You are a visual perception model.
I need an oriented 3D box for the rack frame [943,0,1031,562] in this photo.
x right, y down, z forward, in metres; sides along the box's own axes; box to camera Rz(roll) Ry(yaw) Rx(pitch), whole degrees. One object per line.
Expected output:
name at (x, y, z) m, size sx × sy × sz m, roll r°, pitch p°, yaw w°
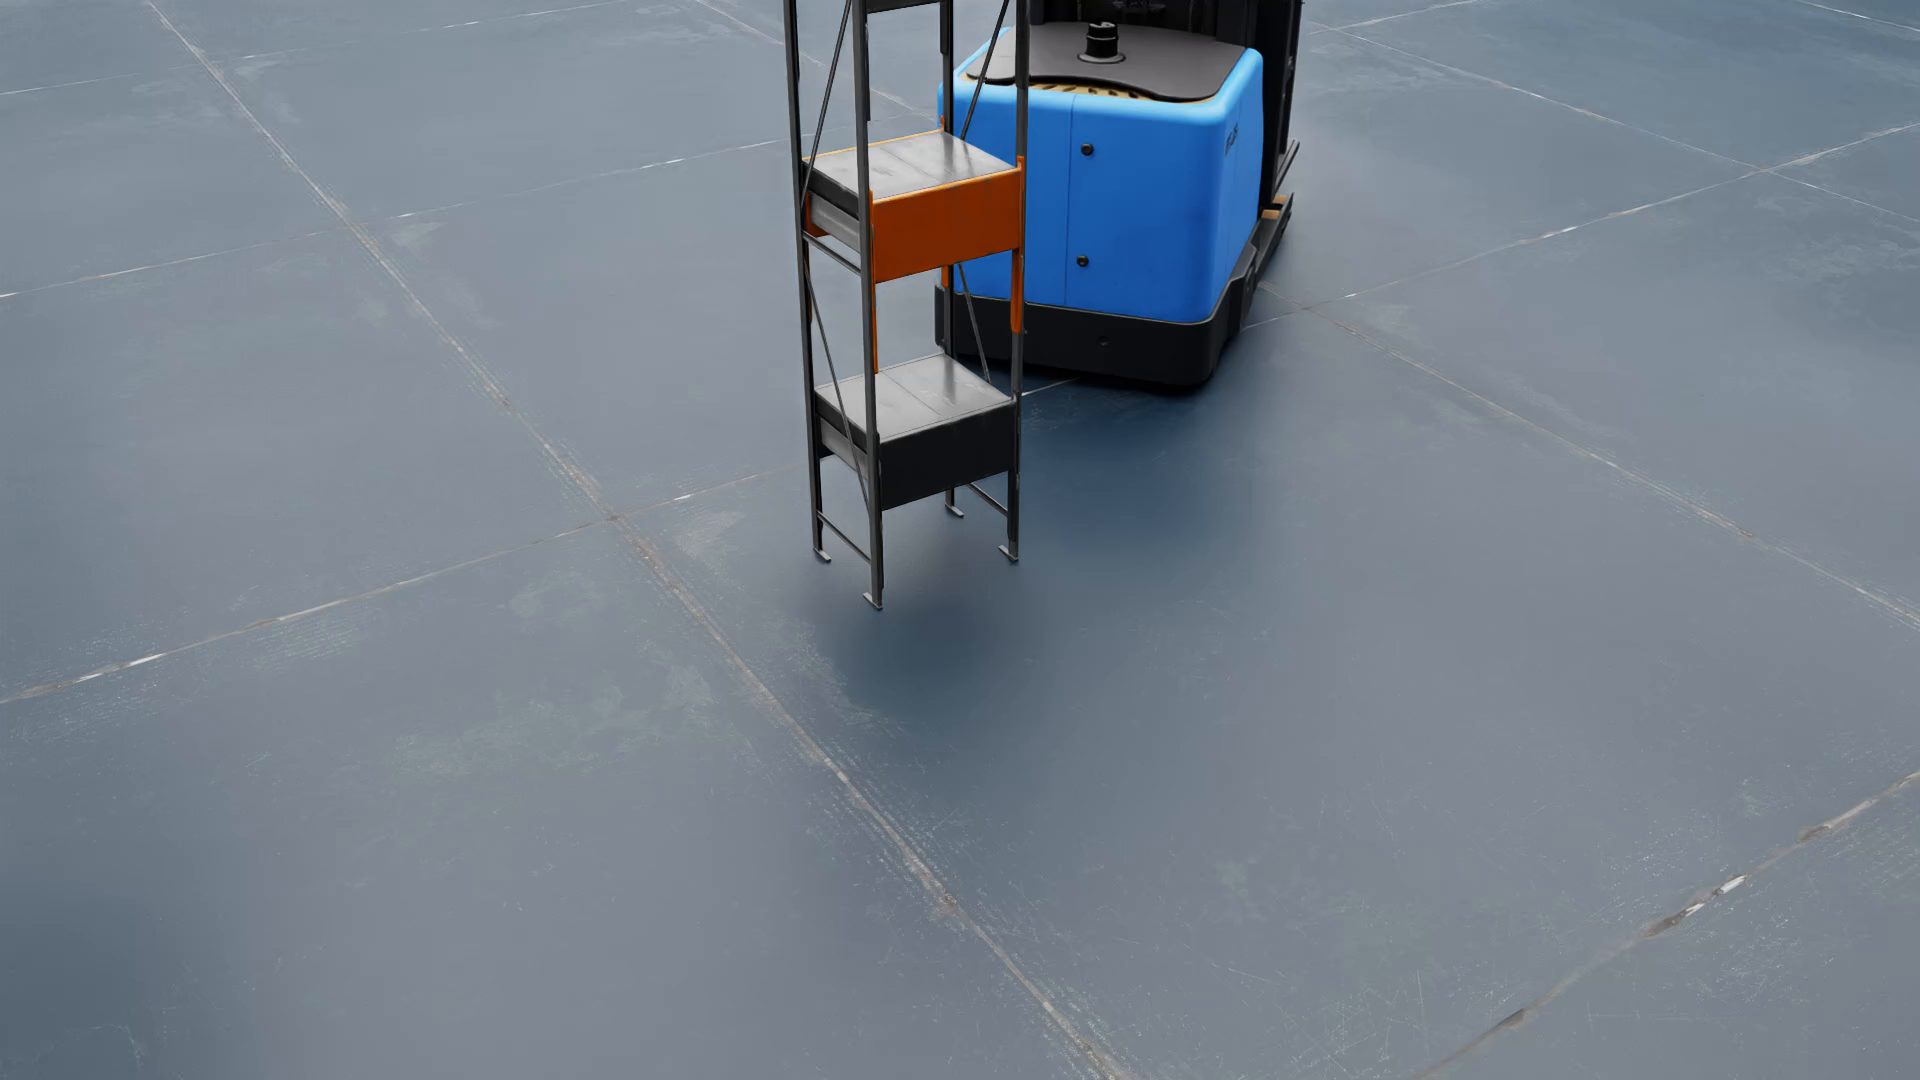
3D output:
rack frame at (0.066, -0.911, 4.726) m, size 0.015 × 2.100 × 0.400 m, roll -19°, pitch 37°, yaw -27°

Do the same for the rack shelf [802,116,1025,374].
rack shelf at (-0.139, -0.829, 4.621) m, size 0.480 × 0.518 × 0.431 m, roll -19°, pitch 37°, yaw -27°

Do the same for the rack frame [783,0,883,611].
rack frame at (-0.344, -0.770, 4.502) m, size 0.015 × 2.100 × 0.400 m, roll -19°, pitch 37°, yaw -27°

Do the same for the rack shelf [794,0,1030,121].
rack shelf at (-0.139, -1.421, 4.248) m, size 0.480 × 0.518 × 0.431 m, roll -19°, pitch 37°, yaw -27°

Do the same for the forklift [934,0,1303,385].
forklift at (0.852, -2.577, 6.588) m, size 1.130 × 2.935 × 3.031 m, roll 10°, pitch 34°, yaw 15°

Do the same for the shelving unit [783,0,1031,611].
shelving unit at (-0.139, -0.840, 4.614) m, size 0.503 × 2.100 × 0.431 m, roll -19°, pitch 37°, yaw -27°

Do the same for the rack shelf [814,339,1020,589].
rack shelf at (-0.139, -0.237, 4.995) m, size 0.480 × 0.518 × 0.431 m, roll -19°, pitch 37°, yaw -27°
